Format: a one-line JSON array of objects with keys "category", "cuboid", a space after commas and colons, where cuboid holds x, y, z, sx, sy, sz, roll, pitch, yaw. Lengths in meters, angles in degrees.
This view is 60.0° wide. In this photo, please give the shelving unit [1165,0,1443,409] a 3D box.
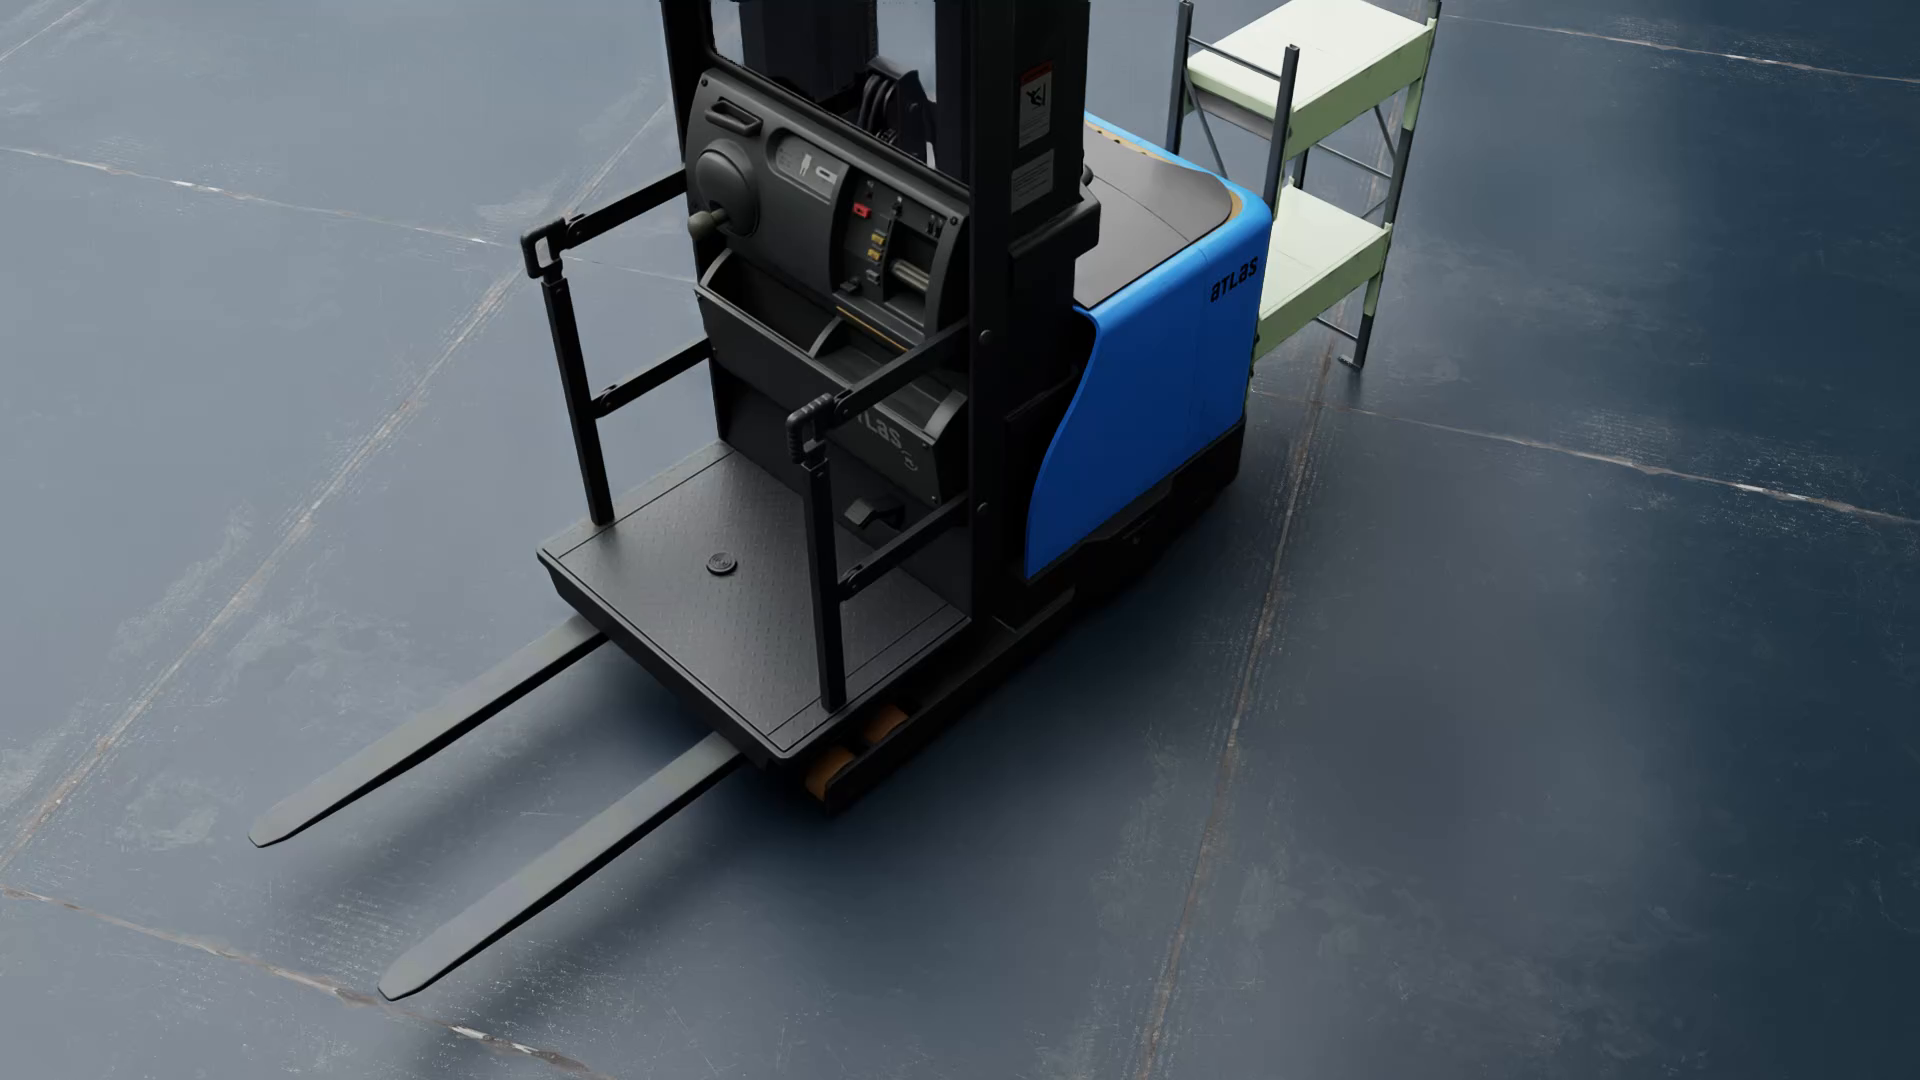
[{"category": "shelving unit", "cuboid": [1.019, -1.058, 5.258, 0.431, 1.500, 0.755, 35, 54, 30]}]

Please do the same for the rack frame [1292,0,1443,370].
[{"category": "rack frame", "cuboid": [1.276, -1.240, 5.444, 0.400, 1.500, 0.023, 35, 54, 30]}]

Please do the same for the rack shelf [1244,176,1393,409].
[{"category": "rack shelf", "cuboid": [1.019, -0.824, 5.486, 0.431, 0.370, 0.720, 35, 54, 30]}]

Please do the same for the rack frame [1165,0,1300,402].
[{"category": "rack frame", "cuboid": [0.762, -0.875, 5.072, 0.400, 1.500, 0.023, 35, 54, 30]}]

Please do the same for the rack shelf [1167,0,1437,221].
[{"category": "rack shelf", "cuboid": [1.019, -1.337, 4.985, 0.431, 0.370, 0.720, 35, 54, 30]}]

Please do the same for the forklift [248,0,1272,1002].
[{"category": "forklift", "cuboid": [-0.492, -0.739, 3.910, 1.130, 2.935, 3.031, 35, 54, 30]}]
